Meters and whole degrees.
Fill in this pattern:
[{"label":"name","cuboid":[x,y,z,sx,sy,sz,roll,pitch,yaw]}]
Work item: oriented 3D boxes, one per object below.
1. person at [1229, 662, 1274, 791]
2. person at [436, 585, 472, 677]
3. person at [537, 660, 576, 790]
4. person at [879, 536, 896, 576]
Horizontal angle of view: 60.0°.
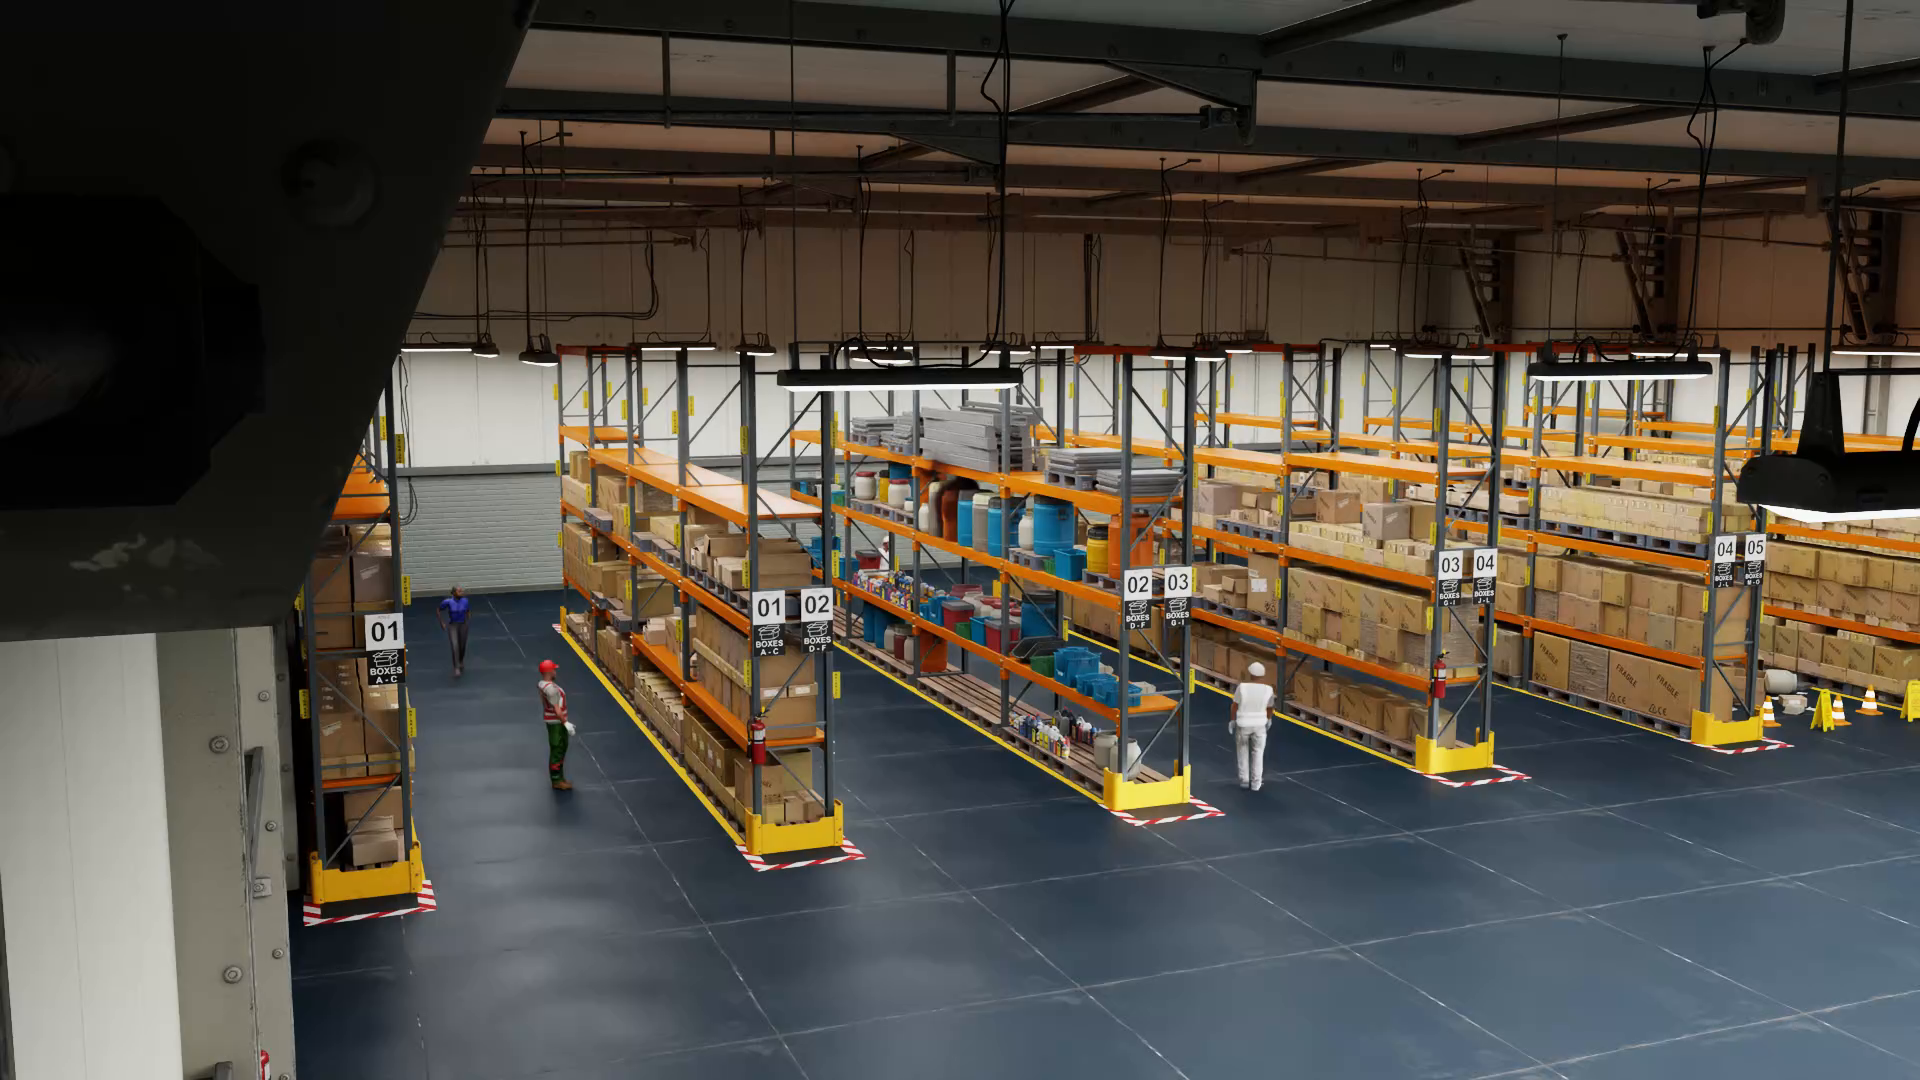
[{"label":"person","cuboid":[4.019,2.557,22.937,0.609,1.823,0.575,1,7,11]},{"label":"person","cuboid":[-9.259,1.625,30.497,0.625,1.609,1.006,-3,8,-20]},{"label":"person","cuboid":[-5.556,2.547,23.007,0.567,1.830,0.646,0,7,-2]},{"label":"person","cuboid":[-1.631,0.793,36.746,0.379,1.771,0.599,5,9,35]}]
